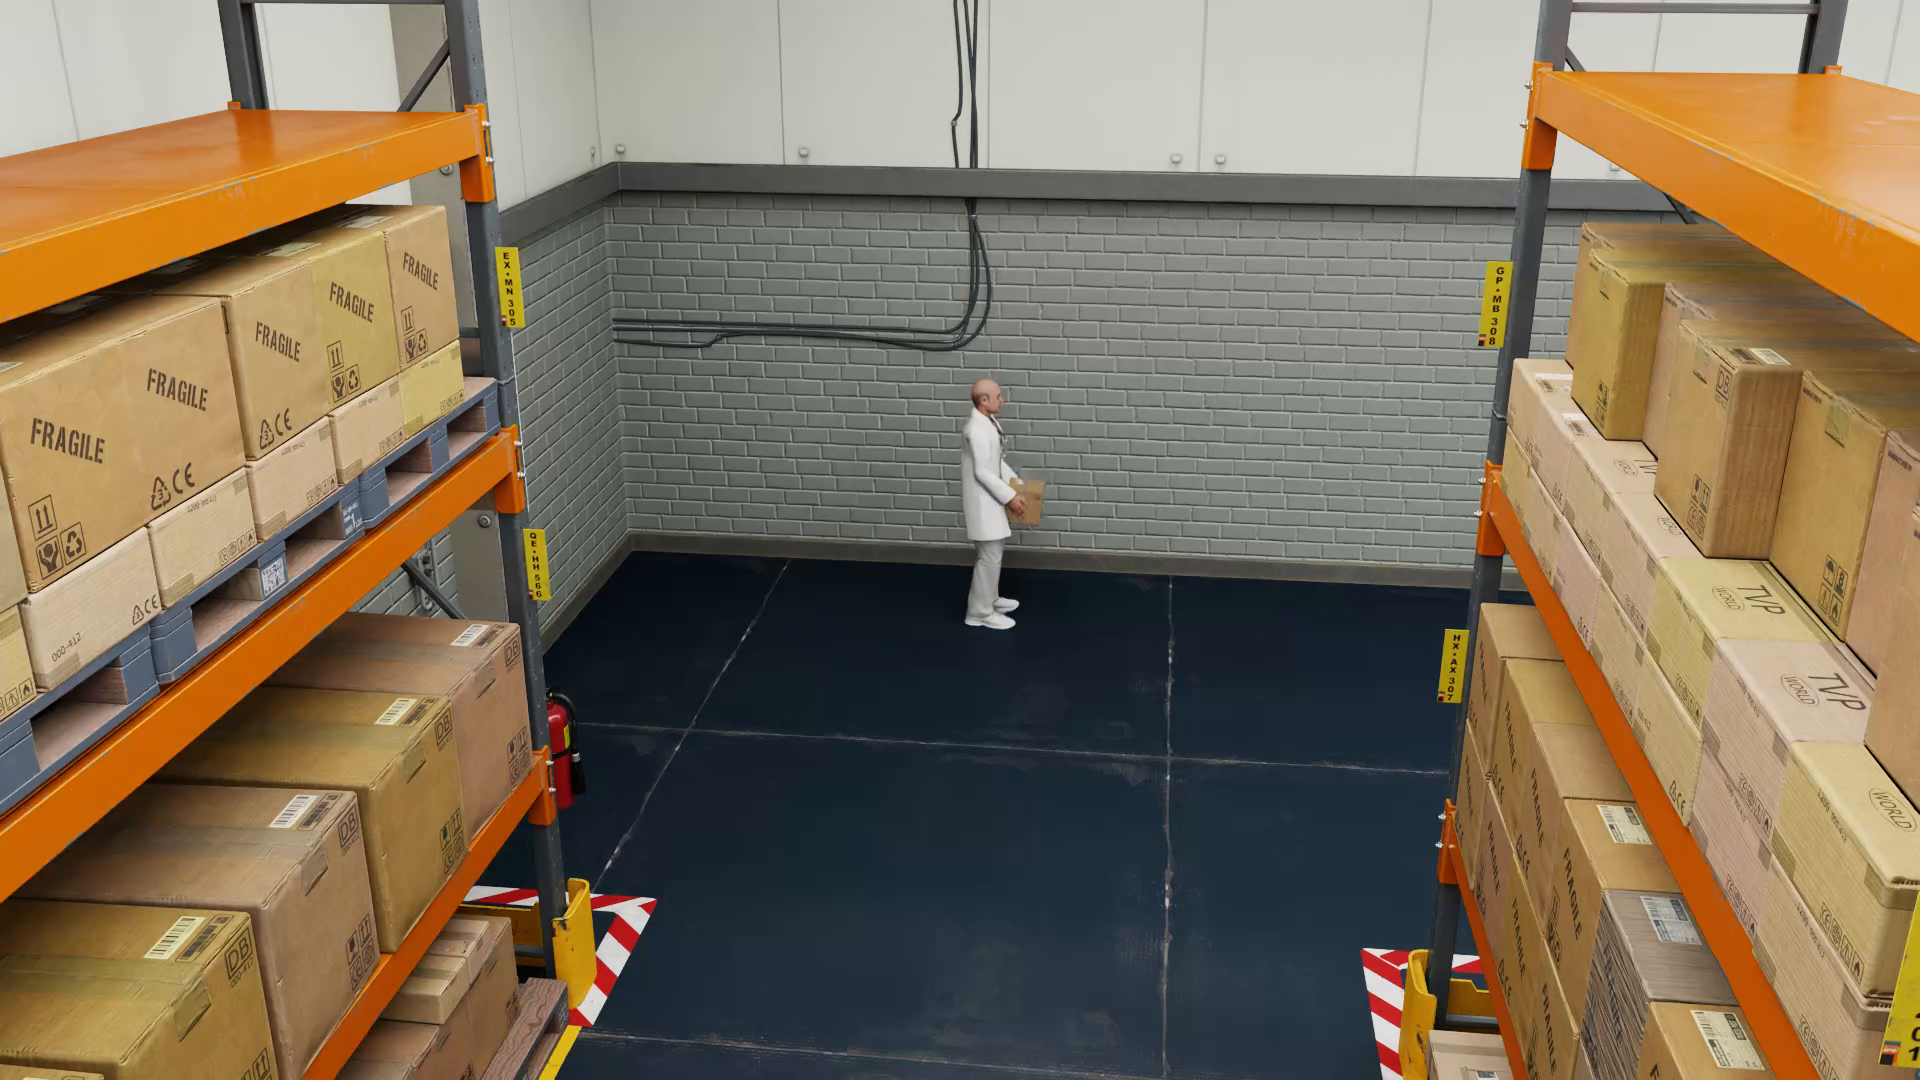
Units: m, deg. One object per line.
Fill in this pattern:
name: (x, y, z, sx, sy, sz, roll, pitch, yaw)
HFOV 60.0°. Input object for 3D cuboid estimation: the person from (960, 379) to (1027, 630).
person: (0.246, -0.275, 11.813, 0.479, 1.782, 0.572, 2, 21, 6)
